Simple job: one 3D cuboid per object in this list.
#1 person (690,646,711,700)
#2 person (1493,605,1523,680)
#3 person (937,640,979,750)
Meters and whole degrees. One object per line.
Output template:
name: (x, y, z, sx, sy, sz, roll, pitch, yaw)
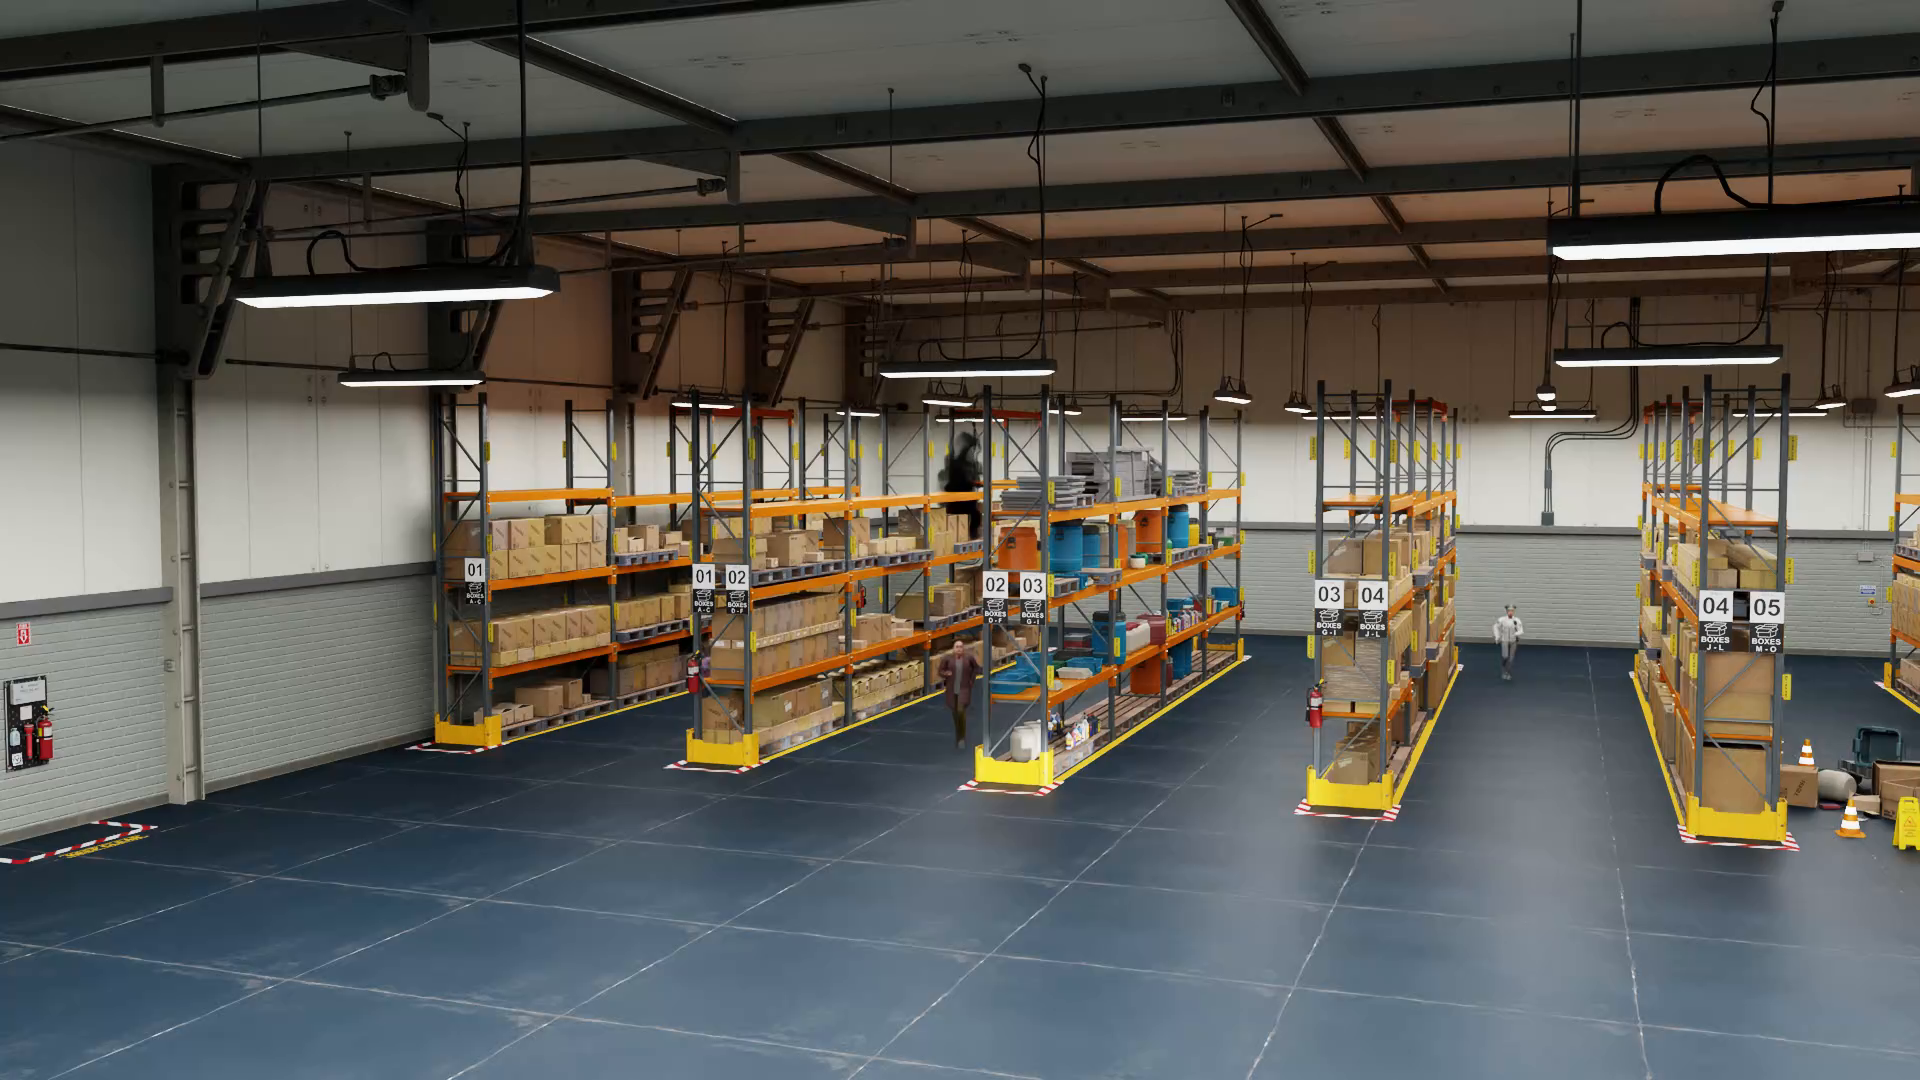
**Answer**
person: (-4.614, 2.638, 29.582, 0.508, 1.557, 0.555, 1, 3, 11)
person: (11.963, 2.223, 36.267, 0.597, 1.655, 0.722, 1, 3, 12)
person: (-0.047, 2.624, 28.251, 0.668, 1.857, 0.858, 0, 3, 9)
